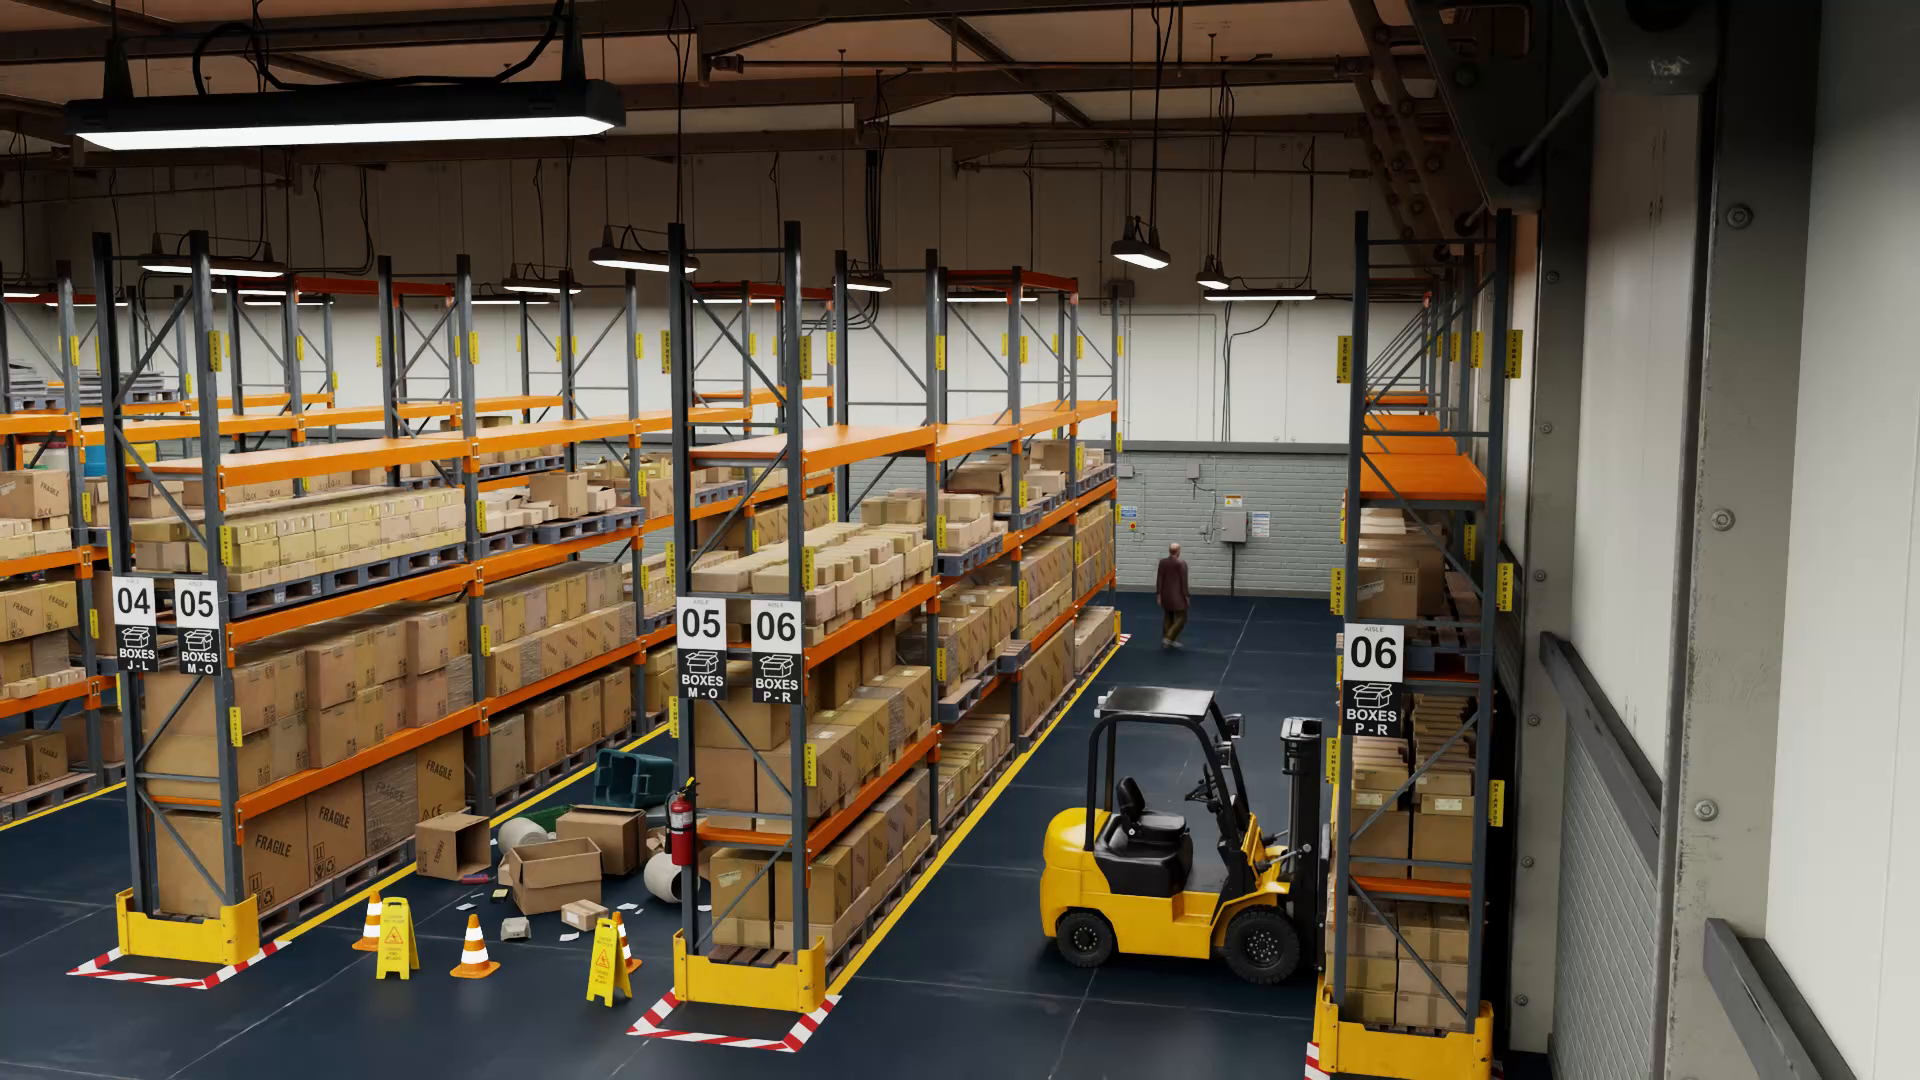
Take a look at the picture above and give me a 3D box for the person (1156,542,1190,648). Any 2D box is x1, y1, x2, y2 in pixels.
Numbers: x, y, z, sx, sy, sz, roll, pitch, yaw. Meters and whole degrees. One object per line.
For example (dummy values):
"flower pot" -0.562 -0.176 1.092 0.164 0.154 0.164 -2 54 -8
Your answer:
"person" 3.495 0.930 27.538 0.610 1.776 0.606 7 10 43
